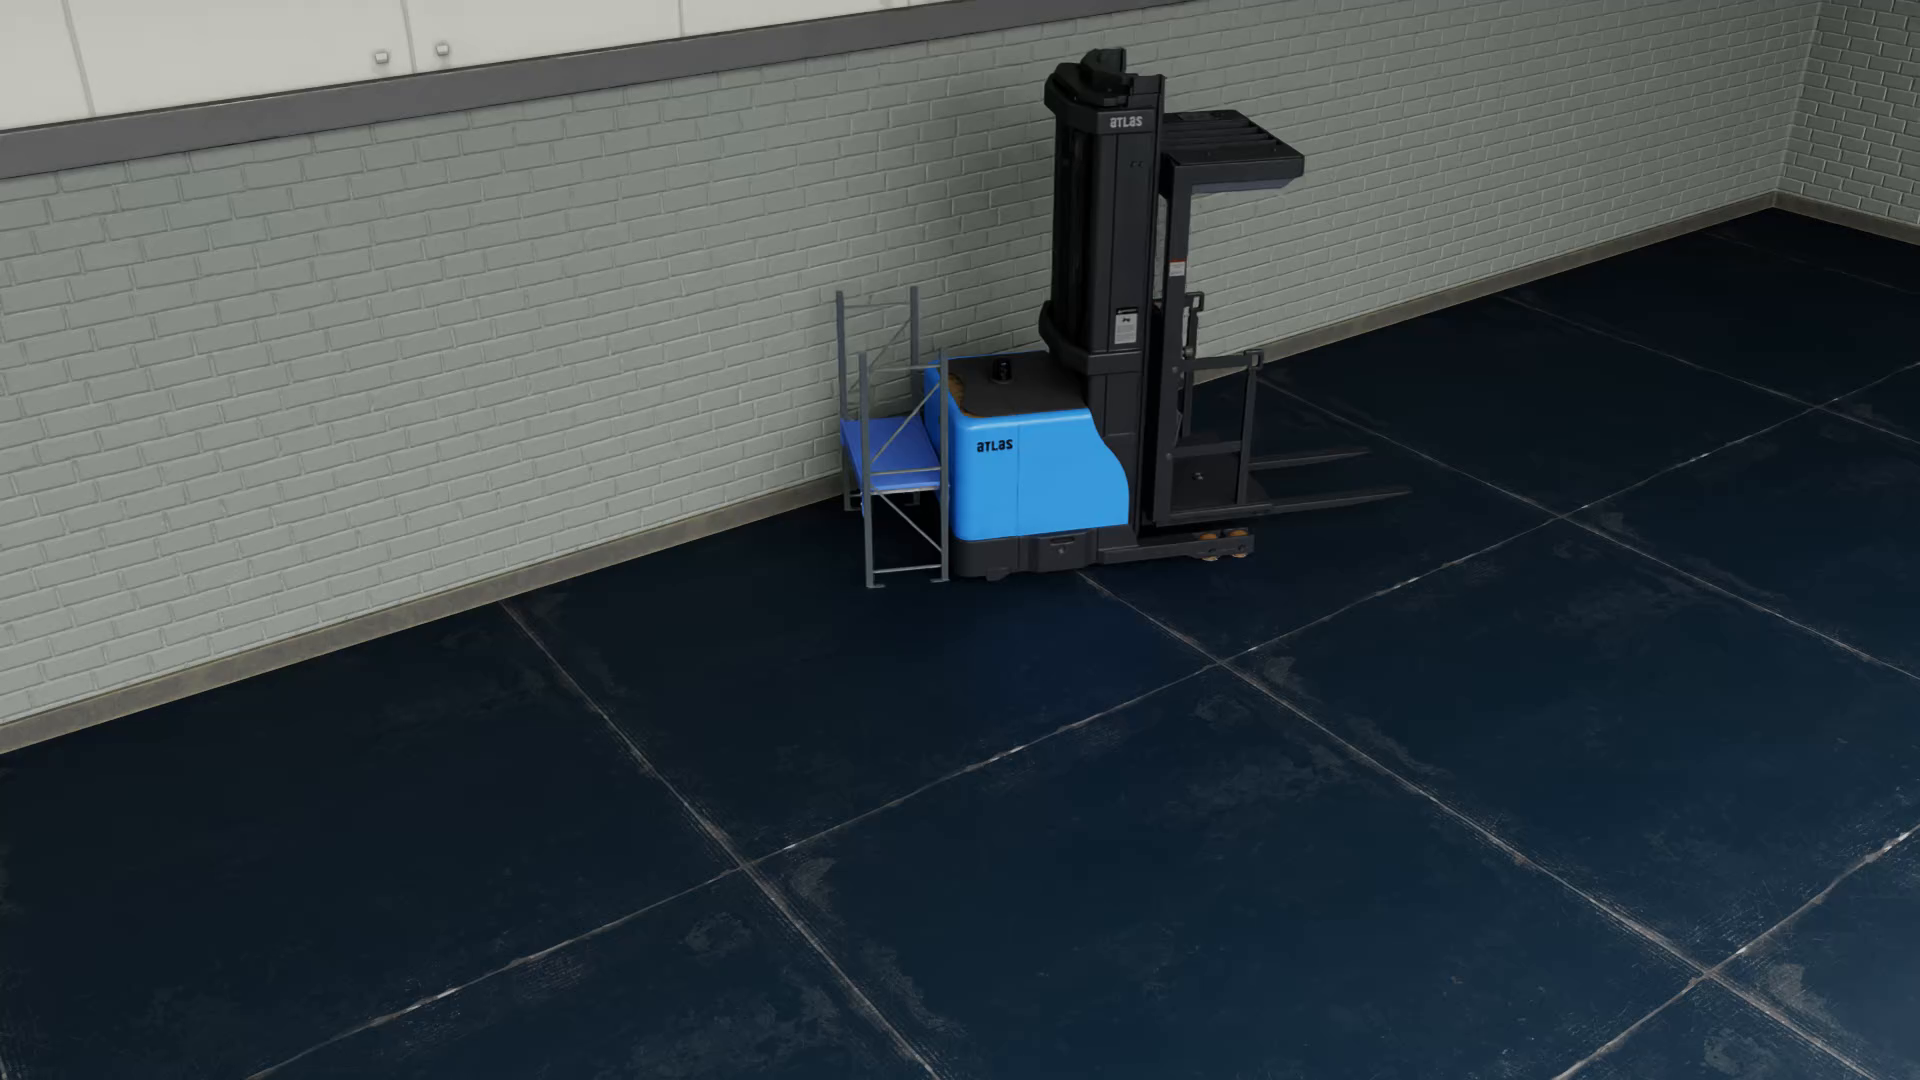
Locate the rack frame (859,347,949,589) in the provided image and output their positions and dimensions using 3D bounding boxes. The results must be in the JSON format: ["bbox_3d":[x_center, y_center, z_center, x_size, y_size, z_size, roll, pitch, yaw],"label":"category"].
[{"bbox_3d":[-0.316,-0.397,9.635,0.500,1.500,0.032,-5,29,-10],"label":"rack frame"}]

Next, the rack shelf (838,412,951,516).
[{"bbox_3d":[-0.412,-0.477,10.160,0.538,0.185,1.000,-5,29,-10],"label":"rack shelf"}]

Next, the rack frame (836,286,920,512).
[{"bbox_3d":[-0.508,-0.873,10.513,0.500,1.500,0.032,-5,29,-10],"label":"rack frame"}]

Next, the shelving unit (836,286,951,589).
[{"bbox_3d":[-0.412,-0.635,10.074,0.538,1.500,1.048,-5,29,-10],"label":"shelving unit"}]

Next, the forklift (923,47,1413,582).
[{"bbox_3d":[1.337,-1.397,9.977,3.031,2.935,1.130,-6,29,-11],"label":"forklift"}]
